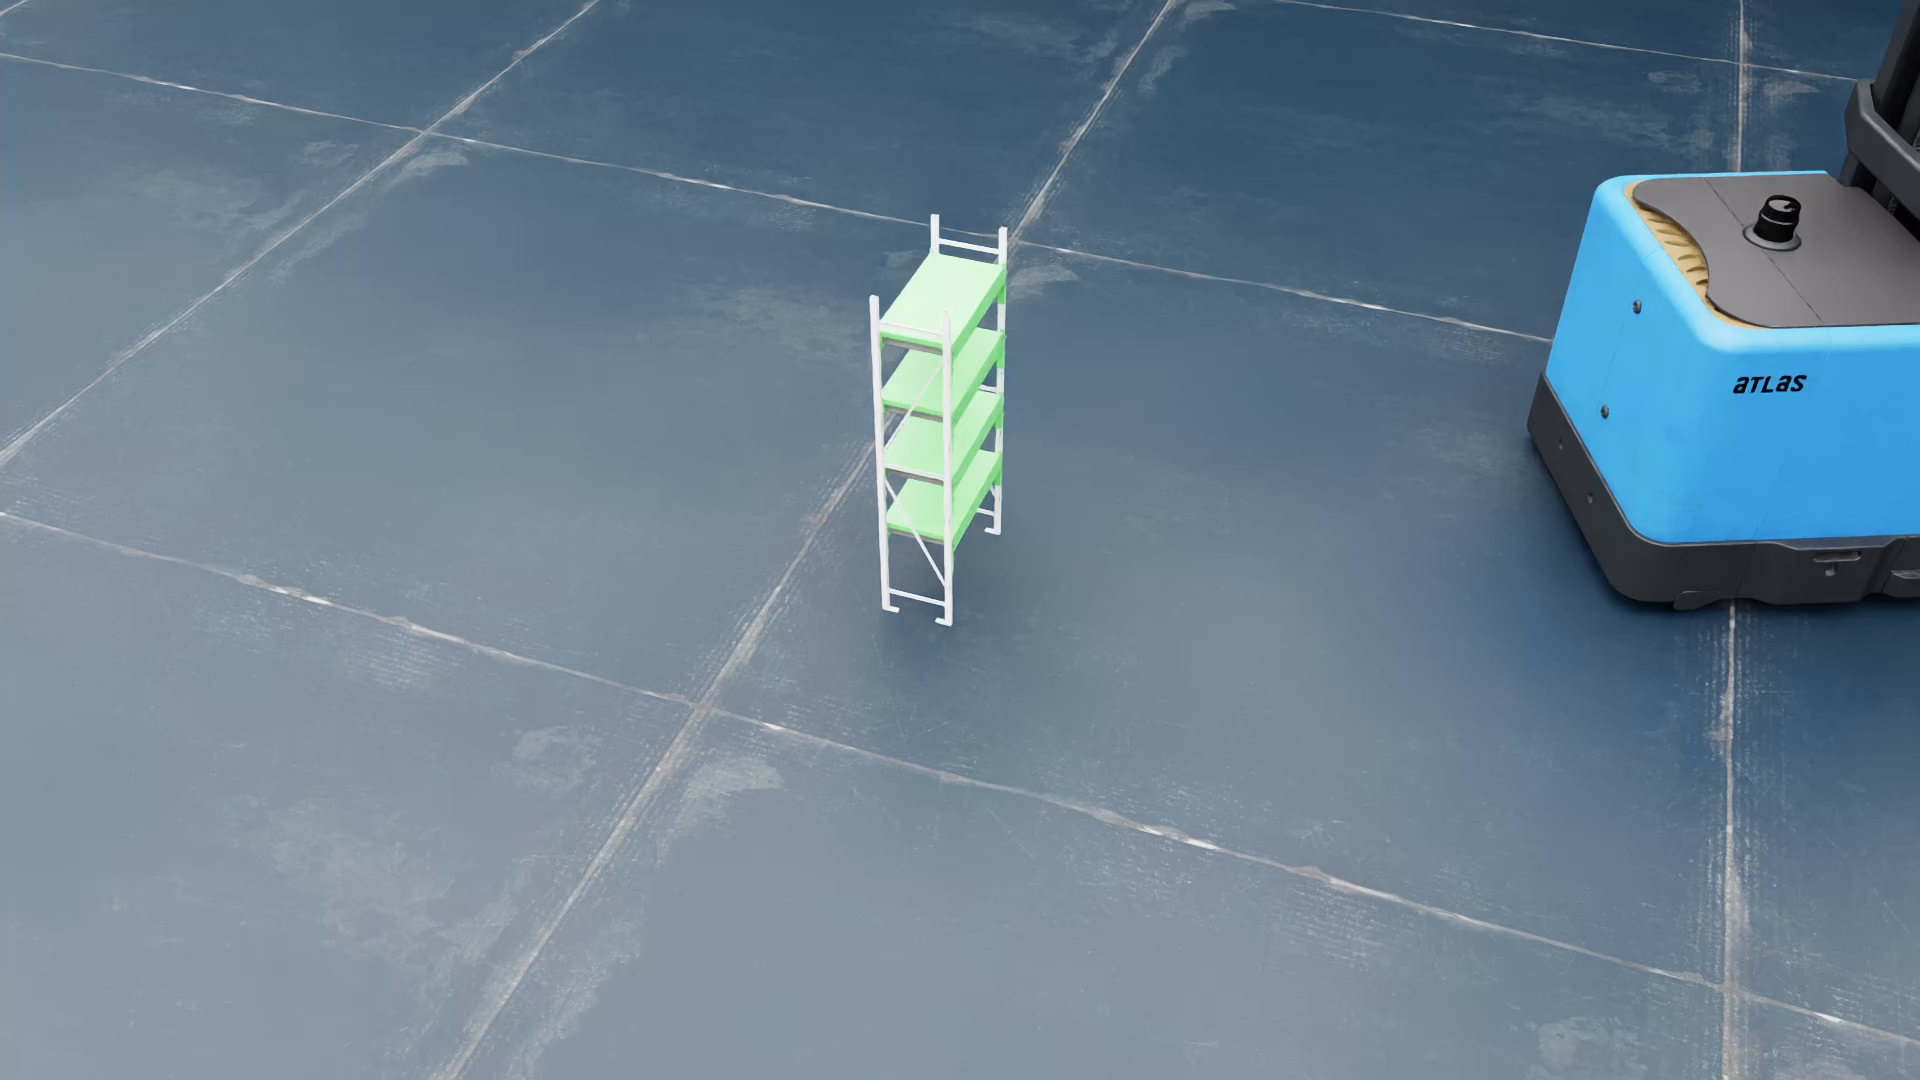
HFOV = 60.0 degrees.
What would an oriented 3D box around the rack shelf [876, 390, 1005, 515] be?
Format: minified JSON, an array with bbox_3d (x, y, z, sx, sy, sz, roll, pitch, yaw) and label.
[{"bbox_3d":[-0.057,-0.307,5.284,0.258,0.148,0.480,13,42,15],"label":"rack shelf"}]

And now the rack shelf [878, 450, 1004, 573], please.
[{"bbox_3d":[-0.057,-0.124,5.439,0.258,0.148,0.480,13,42,15],"label":"rack shelf"}]

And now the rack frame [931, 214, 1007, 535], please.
[{"bbox_3d":[0.027,-0.504,5.417,0.240,1.200,0.015,13,42,15],"label":"rack frame"}]

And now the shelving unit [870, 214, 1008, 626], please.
[{"bbox_3d":[-0.057,-0.355,5.242,0.258,1.200,0.503,13,42,15],"label":"shelving unit"}]

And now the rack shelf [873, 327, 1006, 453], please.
[{"bbox_3d":[-0.057,-0.489,5.128,0.258,0.148,0.480,13,42,15],"label":"rack shelf"}]

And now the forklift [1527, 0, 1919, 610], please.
[{"bbox_3d":[3.624,-1.251,4.958,3.031,2.935,1.130,-2,41,-3],"label":"forklift"}]

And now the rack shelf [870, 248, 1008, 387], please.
[{"bbox_3d":[-0.057,-0.672,4.972,0.258,0.148,0.480,13,42,15],"label":"rack shelf"}]

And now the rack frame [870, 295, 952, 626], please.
[{"bbox_3d":[-0.140,-0.207,5.068,0.240,1.200,0.015,13,42,15],"label":"rack frame"}]
